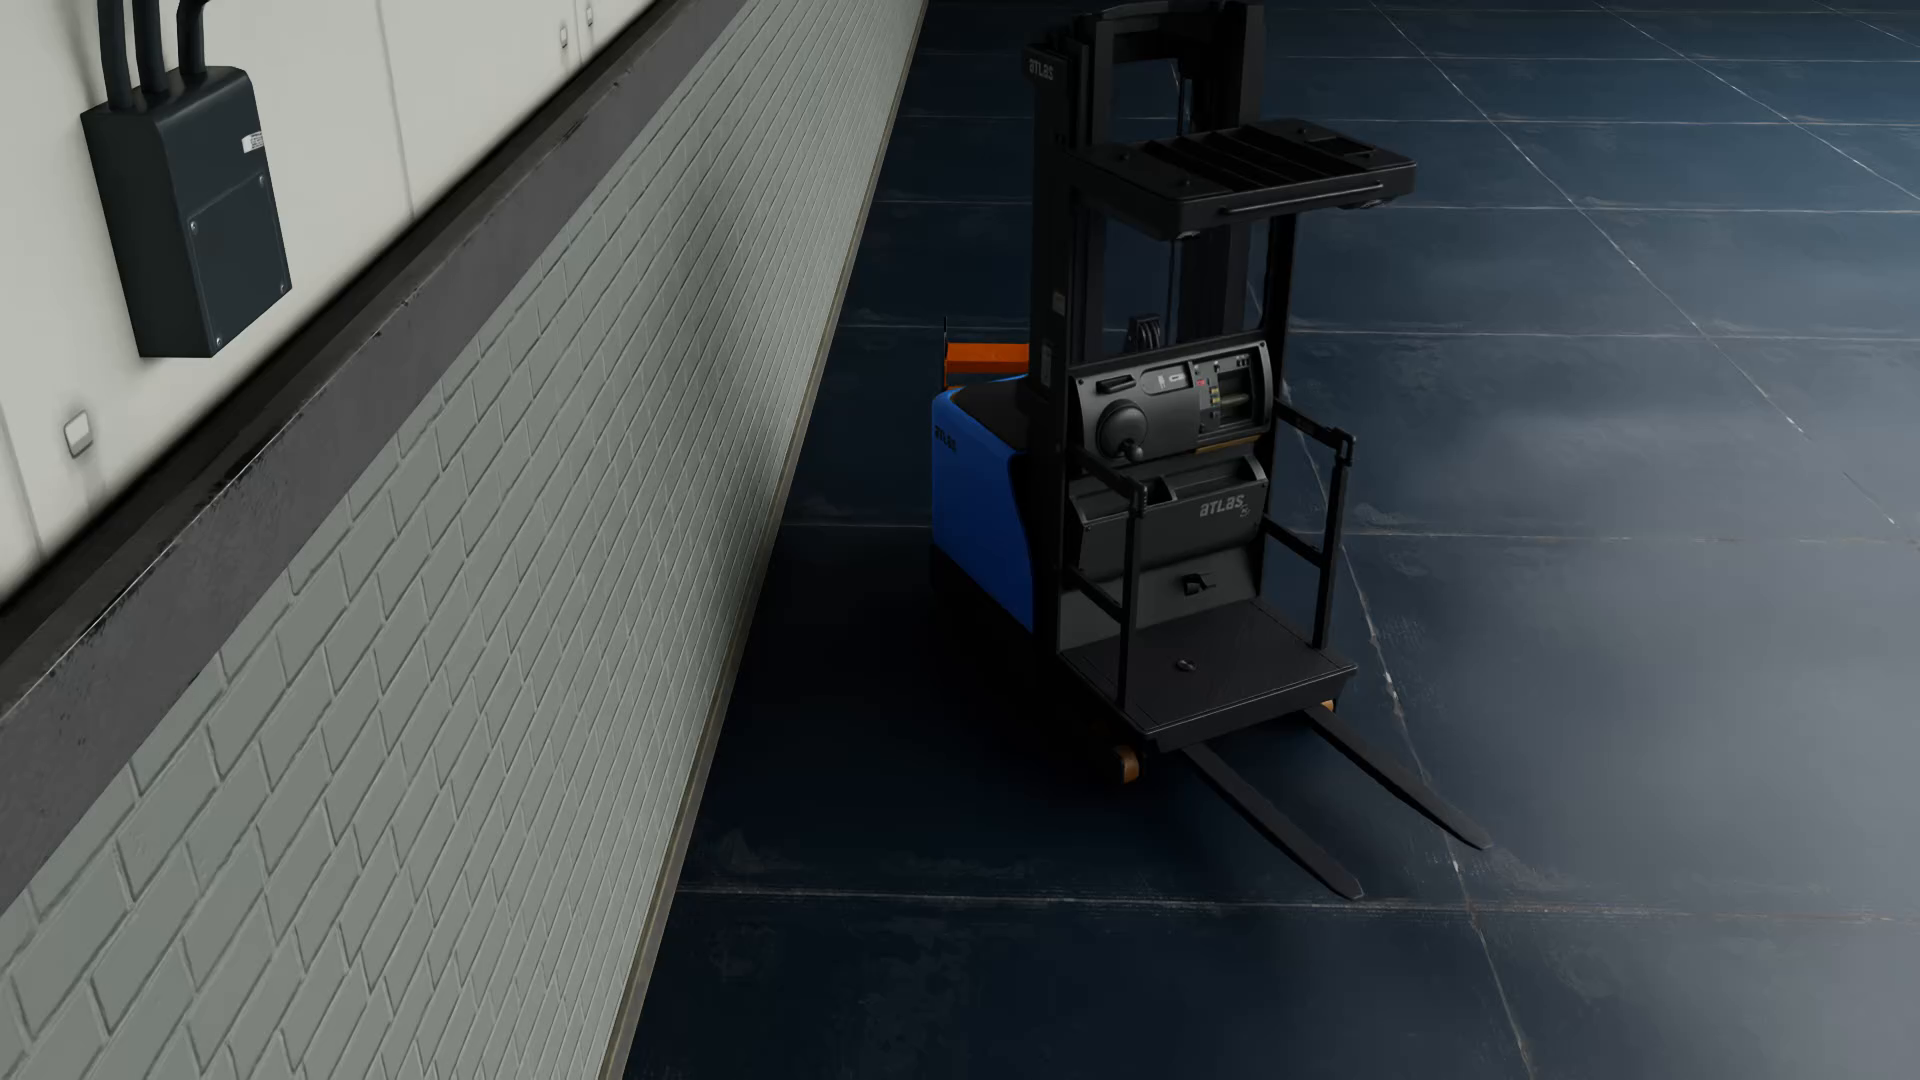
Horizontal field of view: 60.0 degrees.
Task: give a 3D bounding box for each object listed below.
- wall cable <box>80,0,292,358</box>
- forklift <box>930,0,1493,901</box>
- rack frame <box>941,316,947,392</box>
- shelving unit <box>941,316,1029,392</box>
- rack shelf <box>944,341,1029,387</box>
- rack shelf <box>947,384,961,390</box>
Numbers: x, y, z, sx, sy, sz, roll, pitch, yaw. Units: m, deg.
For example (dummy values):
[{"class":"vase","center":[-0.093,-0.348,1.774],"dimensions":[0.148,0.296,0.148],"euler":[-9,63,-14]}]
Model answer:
[{"class":"wall cable","center":[-1.083,-3.456,2.030],"dimensions":[0.169,6.003,2.305],"euler":[1,28,2]},{"class":"forklift","center":[0.979,-0.527,6.615],"dimensions":[1.130,2.935,3.031],"euler":[-14,31,-24]},{"class":"rack frame","center":[-0.078,-0.531,8.471],"dimensions":[0.015,1.200,0.240],"euler":[1,28,2]},{"class":"shelving unit","center":[0.165,-0.527,8.464],"dimensions":[0.503,1.200,0.258],"euler":[1,28,2]},{"class":"rack shelf","center":[0.165,-0.875,8.280],"dimensions":[0.480,0.148,0.258],"euler":[1,28,2]},{"class":"rack shelf","center":[0.165,-0.666,8.391],"dimensions":[0.480,0.148,0.258],"euler":[1,28,2]}]
